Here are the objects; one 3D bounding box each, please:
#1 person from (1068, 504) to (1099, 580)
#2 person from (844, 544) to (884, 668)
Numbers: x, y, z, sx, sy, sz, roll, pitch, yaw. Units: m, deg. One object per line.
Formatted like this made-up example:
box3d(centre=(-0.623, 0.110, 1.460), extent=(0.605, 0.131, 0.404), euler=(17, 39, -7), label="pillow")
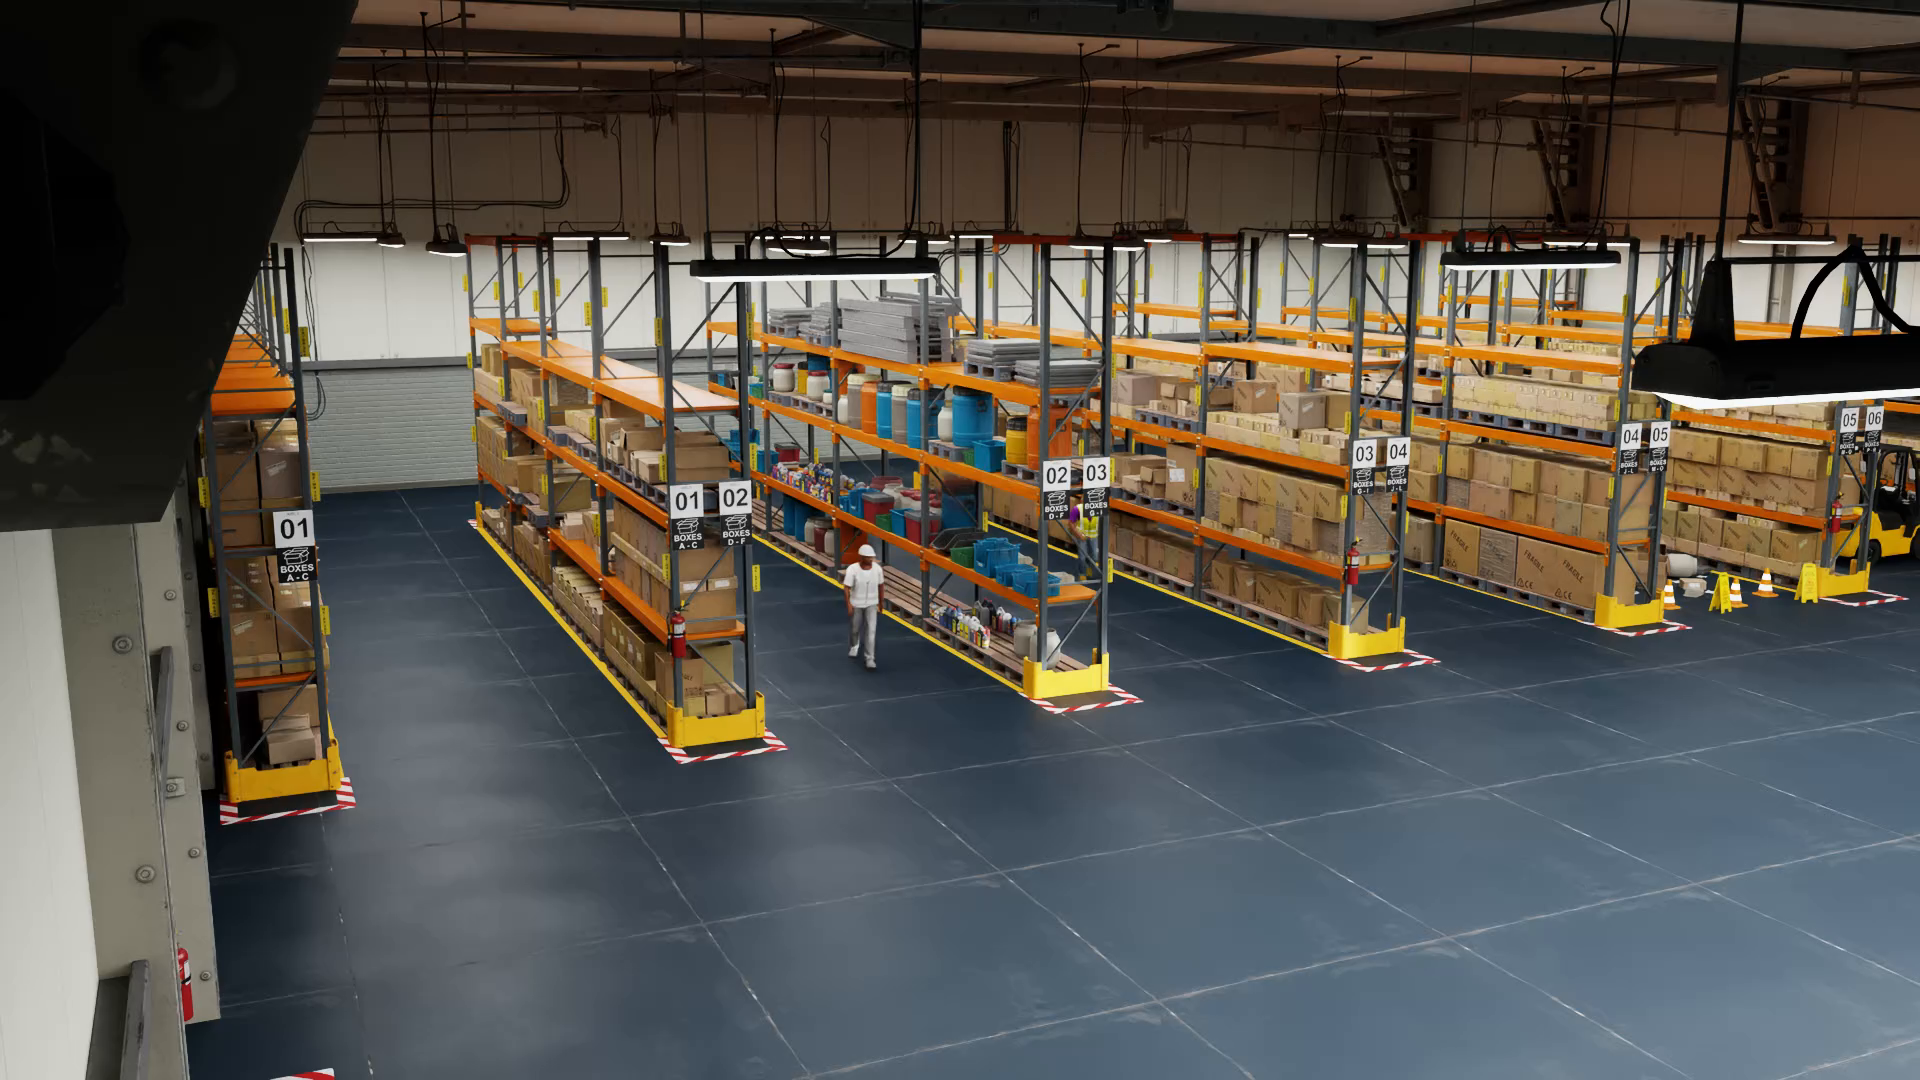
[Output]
box3d(centre=(2.250, -0.074, 29.155), extent=(0.749, 1.660, 0.717), euler=(-2, 11, -13), label="person")
box3d(centre=(-1.358, 0.924, 23.804), extent=(0.632, 1.725, 0.974), euler=(-3, 11, -17), label="person")
